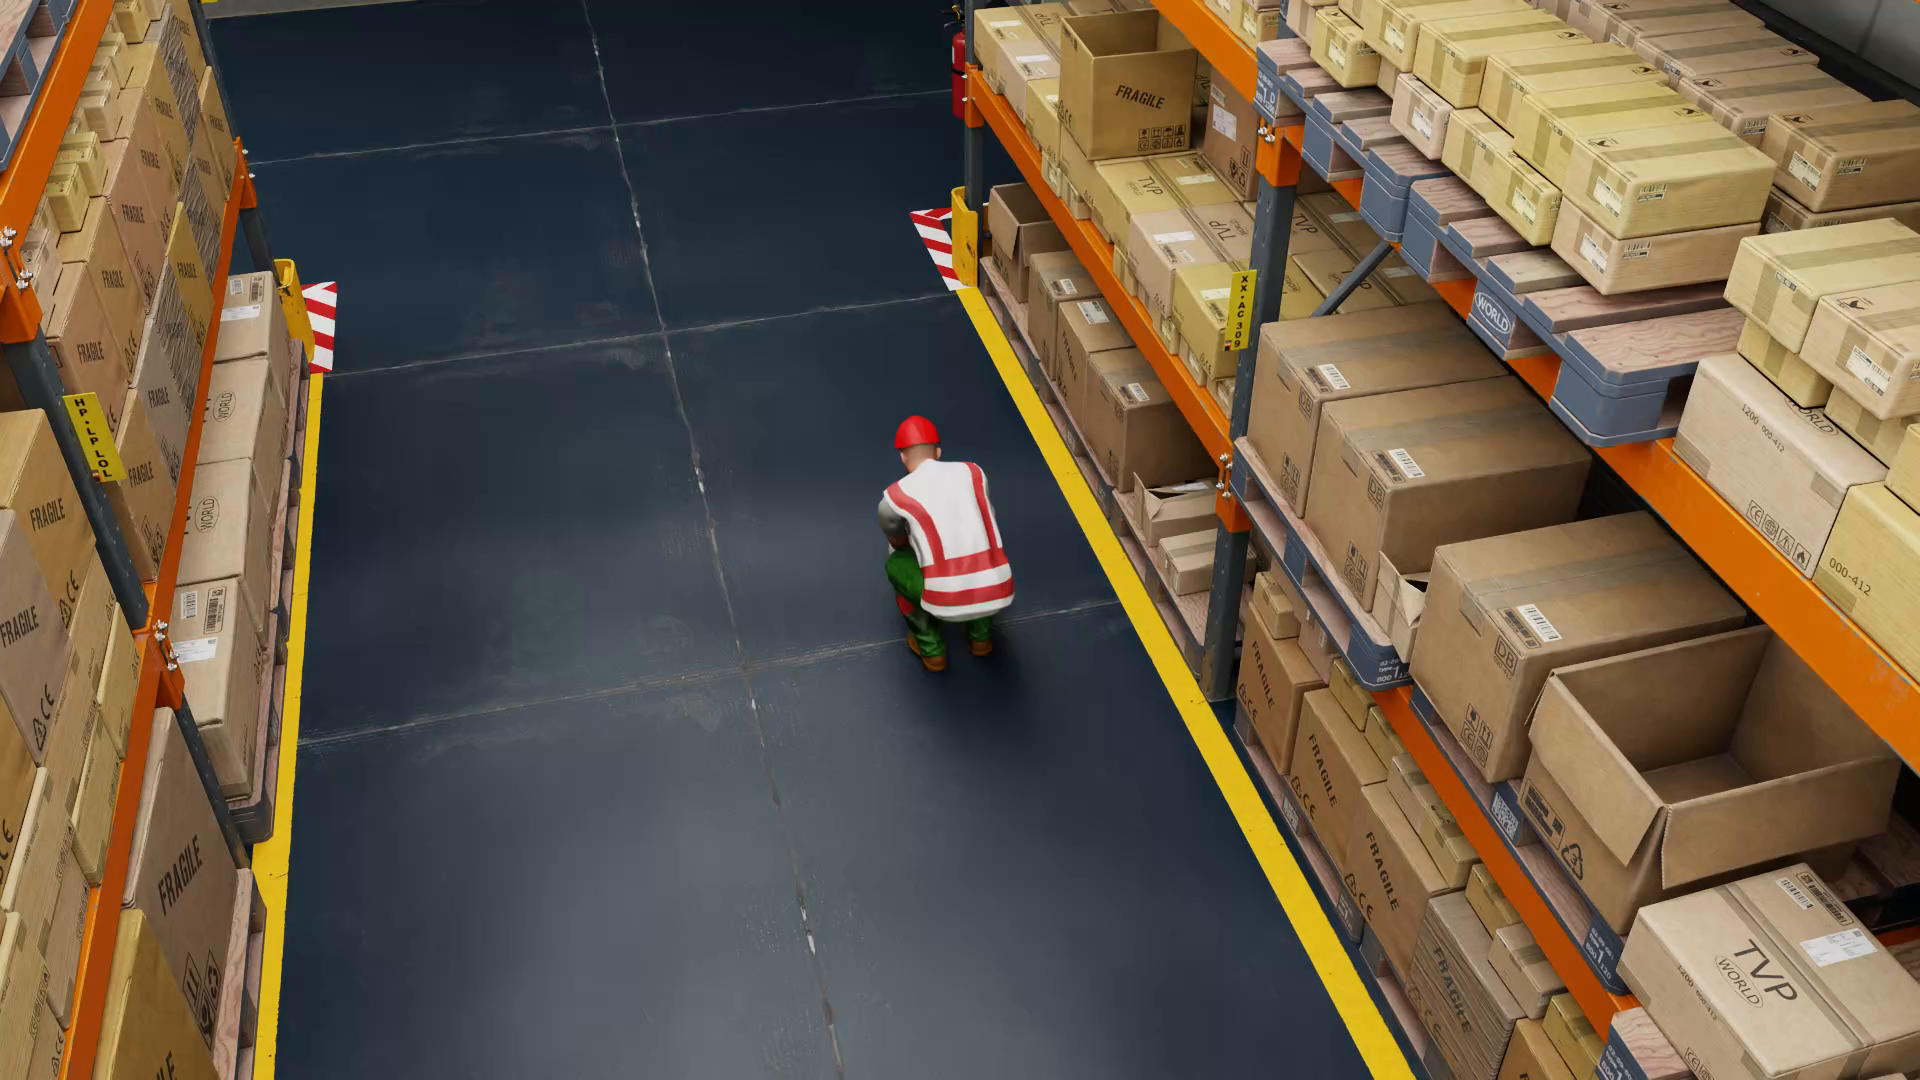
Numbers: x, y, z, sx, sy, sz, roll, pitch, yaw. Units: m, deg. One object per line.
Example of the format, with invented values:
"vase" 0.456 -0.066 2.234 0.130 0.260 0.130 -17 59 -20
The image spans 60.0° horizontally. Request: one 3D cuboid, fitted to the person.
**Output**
"person" -0.075 0.016 7.329 0.544 0.996 0.893 -10 39 -13
